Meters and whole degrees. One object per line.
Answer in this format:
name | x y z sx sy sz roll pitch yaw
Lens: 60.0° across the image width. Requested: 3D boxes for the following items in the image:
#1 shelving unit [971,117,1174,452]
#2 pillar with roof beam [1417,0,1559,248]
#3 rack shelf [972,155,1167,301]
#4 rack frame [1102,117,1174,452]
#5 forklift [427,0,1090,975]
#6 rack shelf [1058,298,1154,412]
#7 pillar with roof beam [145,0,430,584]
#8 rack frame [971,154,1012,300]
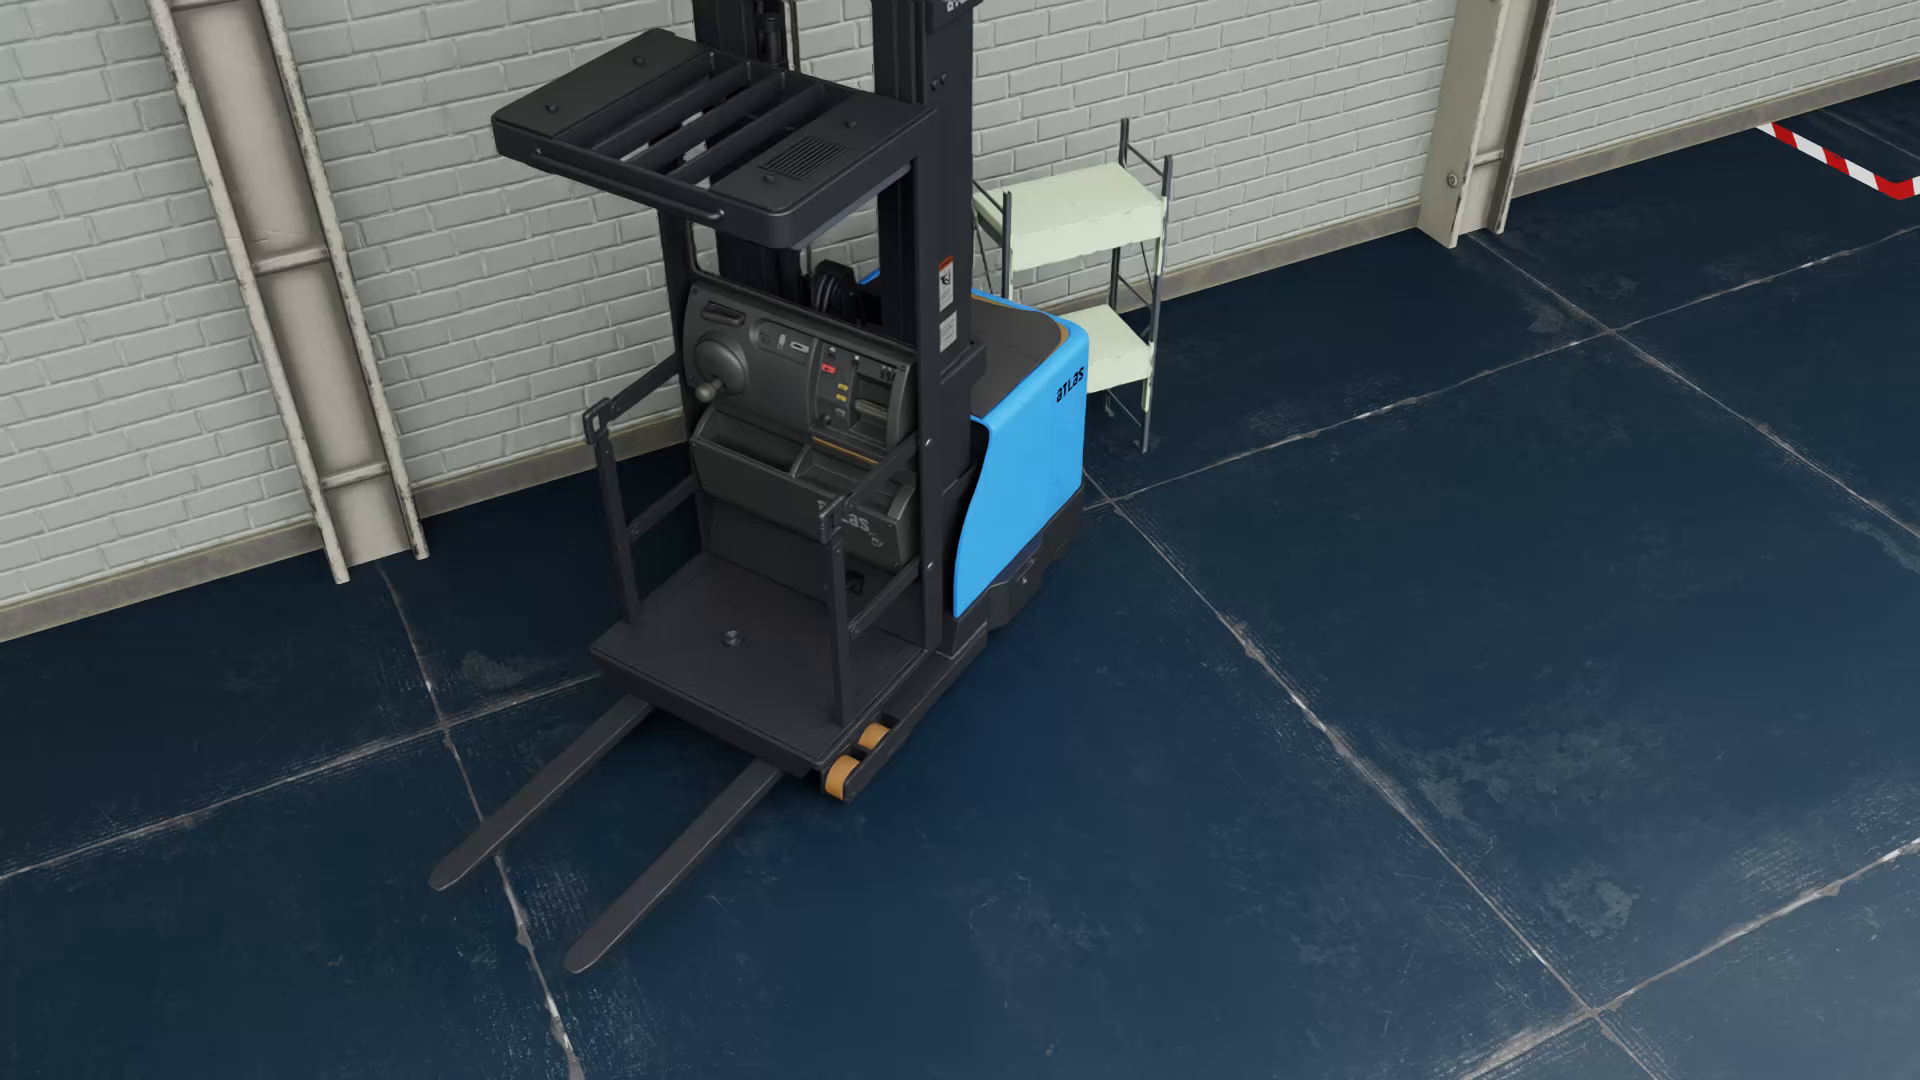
shelving unit | 0.444 -1.000 7.271 0.755 1.500 0.431 -17 43 -19
pillar with roof beam | 4.780 -2.717 3.495 0.400 9.000 9.100 -19 44 -21
rack shelf | 0.444 -1.298 7.019 0.720 0.370 0.431 -17 43 -19
rack frame | 0.776 -1.099 7.388 0.023 1.500 0.400 -17 43 -19
forklift | -0.686 -0.510 5.584 1.130 2.935 3.031 22 45 24
rack shelf | 0.444 -0.752 7.482 0.720 0.370 0.431 -17 43 -19
pillar with roof beam | -0.541 -0.926 1.379 0.400 9.000 9.100 -19 44 -21
rack frame | 0.111 -0.902 7.154 0.023 1.500 0.400 -17 43 -19
